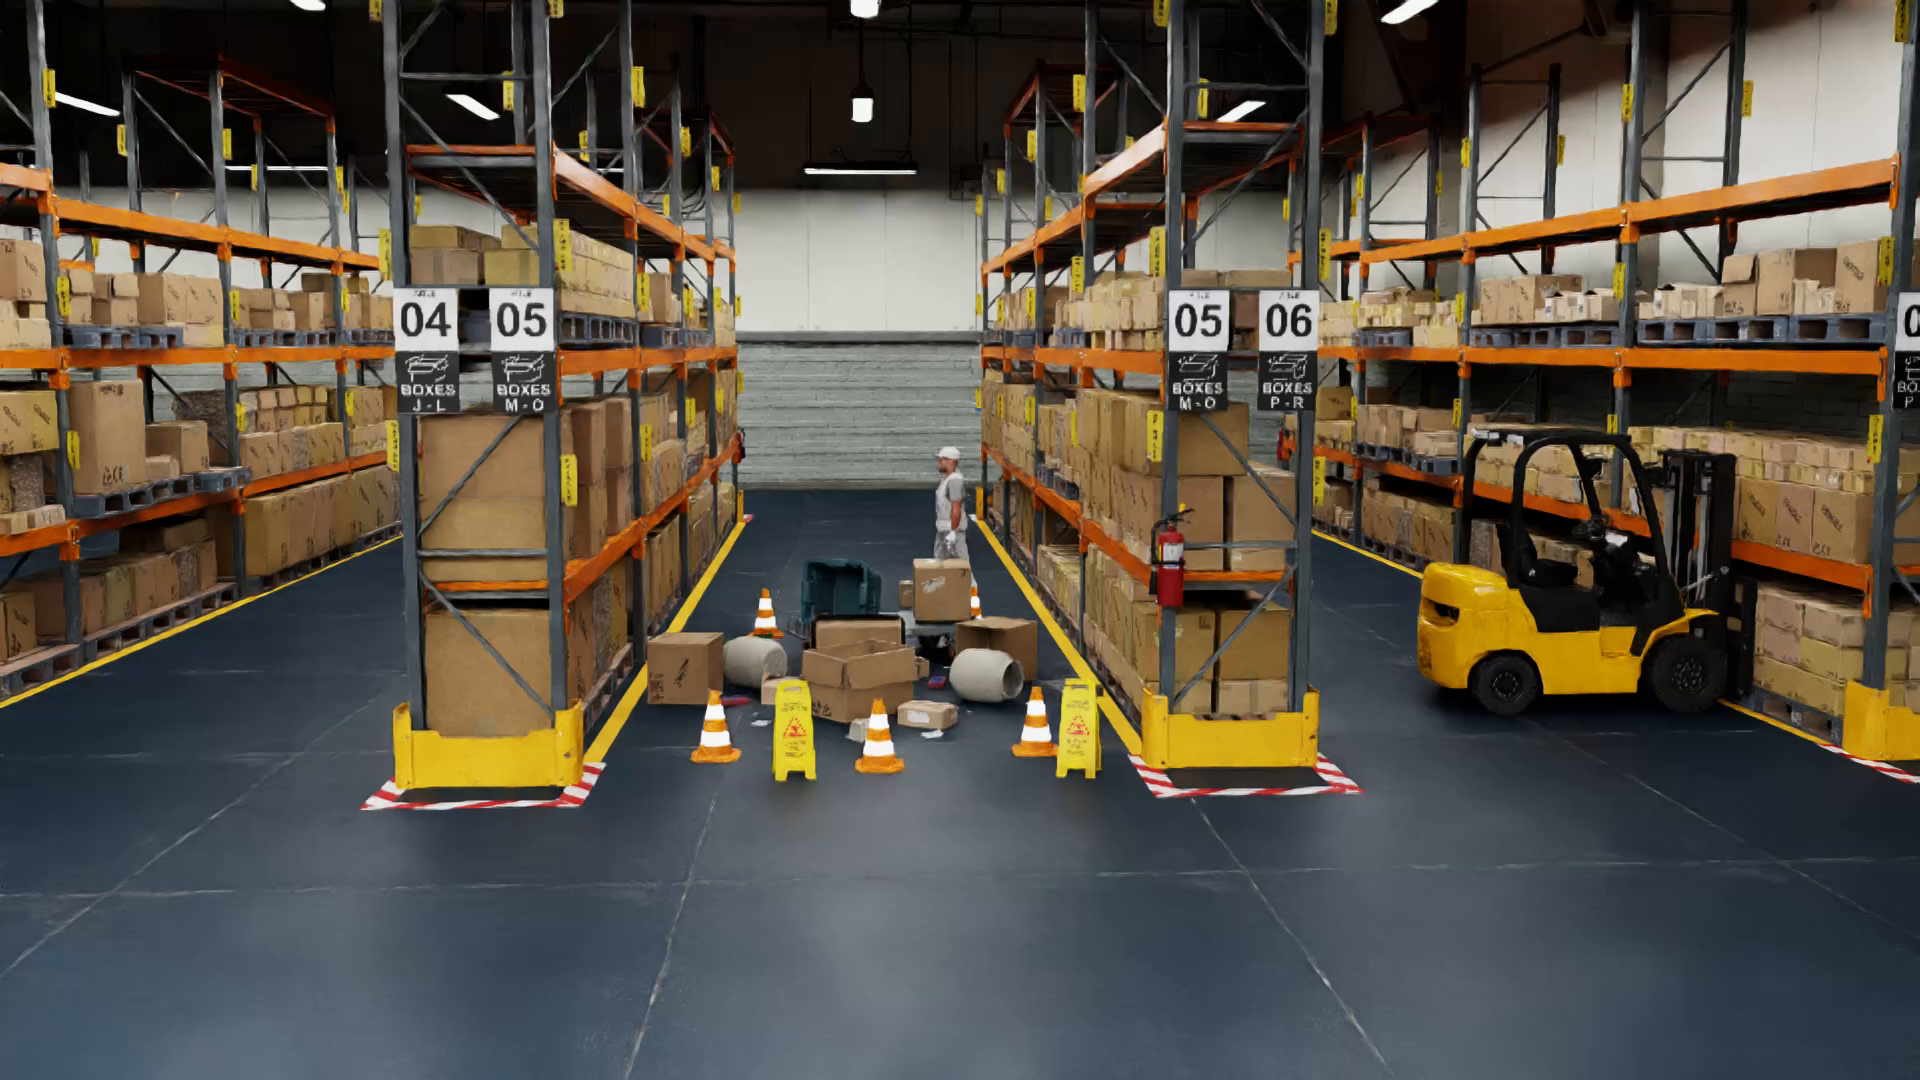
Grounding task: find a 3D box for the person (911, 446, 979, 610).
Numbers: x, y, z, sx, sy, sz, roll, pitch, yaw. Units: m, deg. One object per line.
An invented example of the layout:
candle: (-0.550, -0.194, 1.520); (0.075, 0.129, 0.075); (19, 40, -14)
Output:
person: (-0.161, -0.093, 17.353); (0.667, 1.786, 0.790); (-2, 7, -13)
